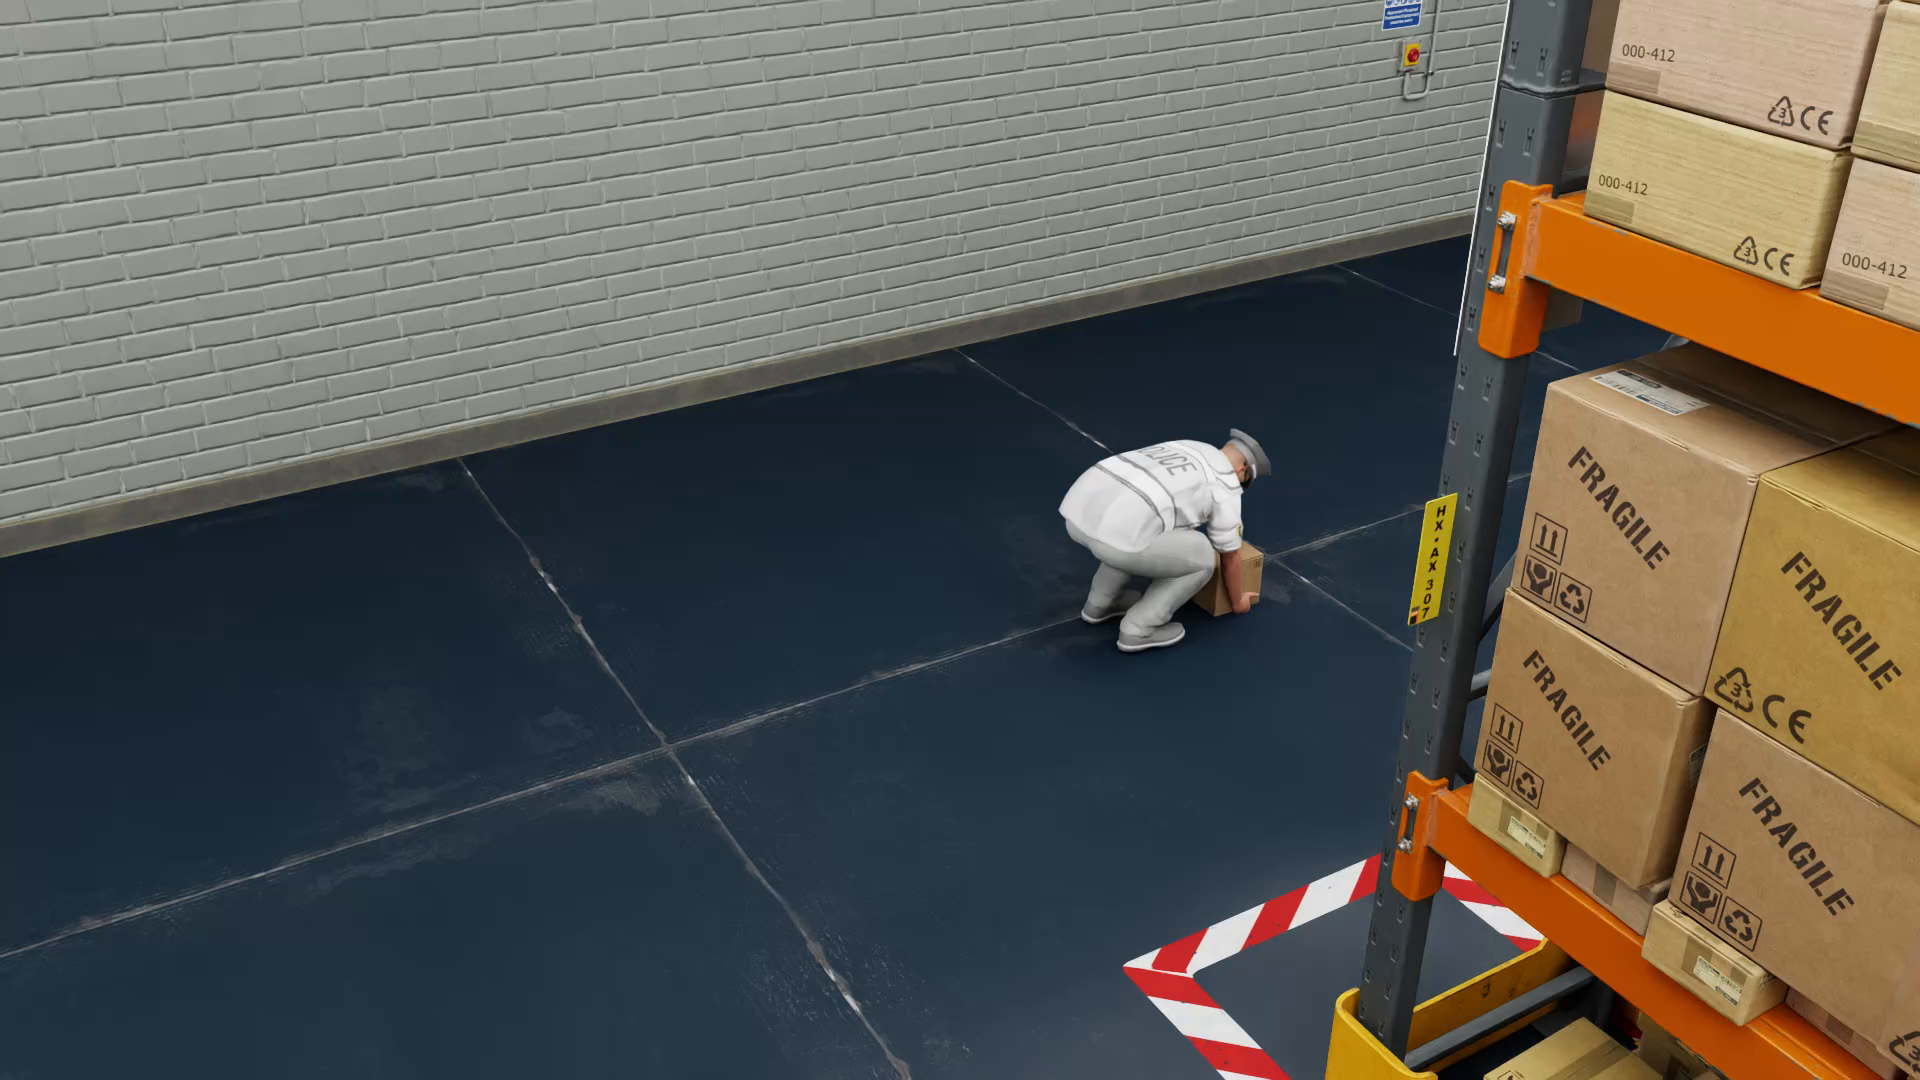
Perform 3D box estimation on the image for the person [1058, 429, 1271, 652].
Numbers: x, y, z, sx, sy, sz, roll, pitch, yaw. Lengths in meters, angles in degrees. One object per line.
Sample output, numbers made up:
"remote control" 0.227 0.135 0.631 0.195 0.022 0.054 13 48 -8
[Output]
"person" 0.902 -0.013 7.131 1.031 0.840 0.525 -17 33 -28
